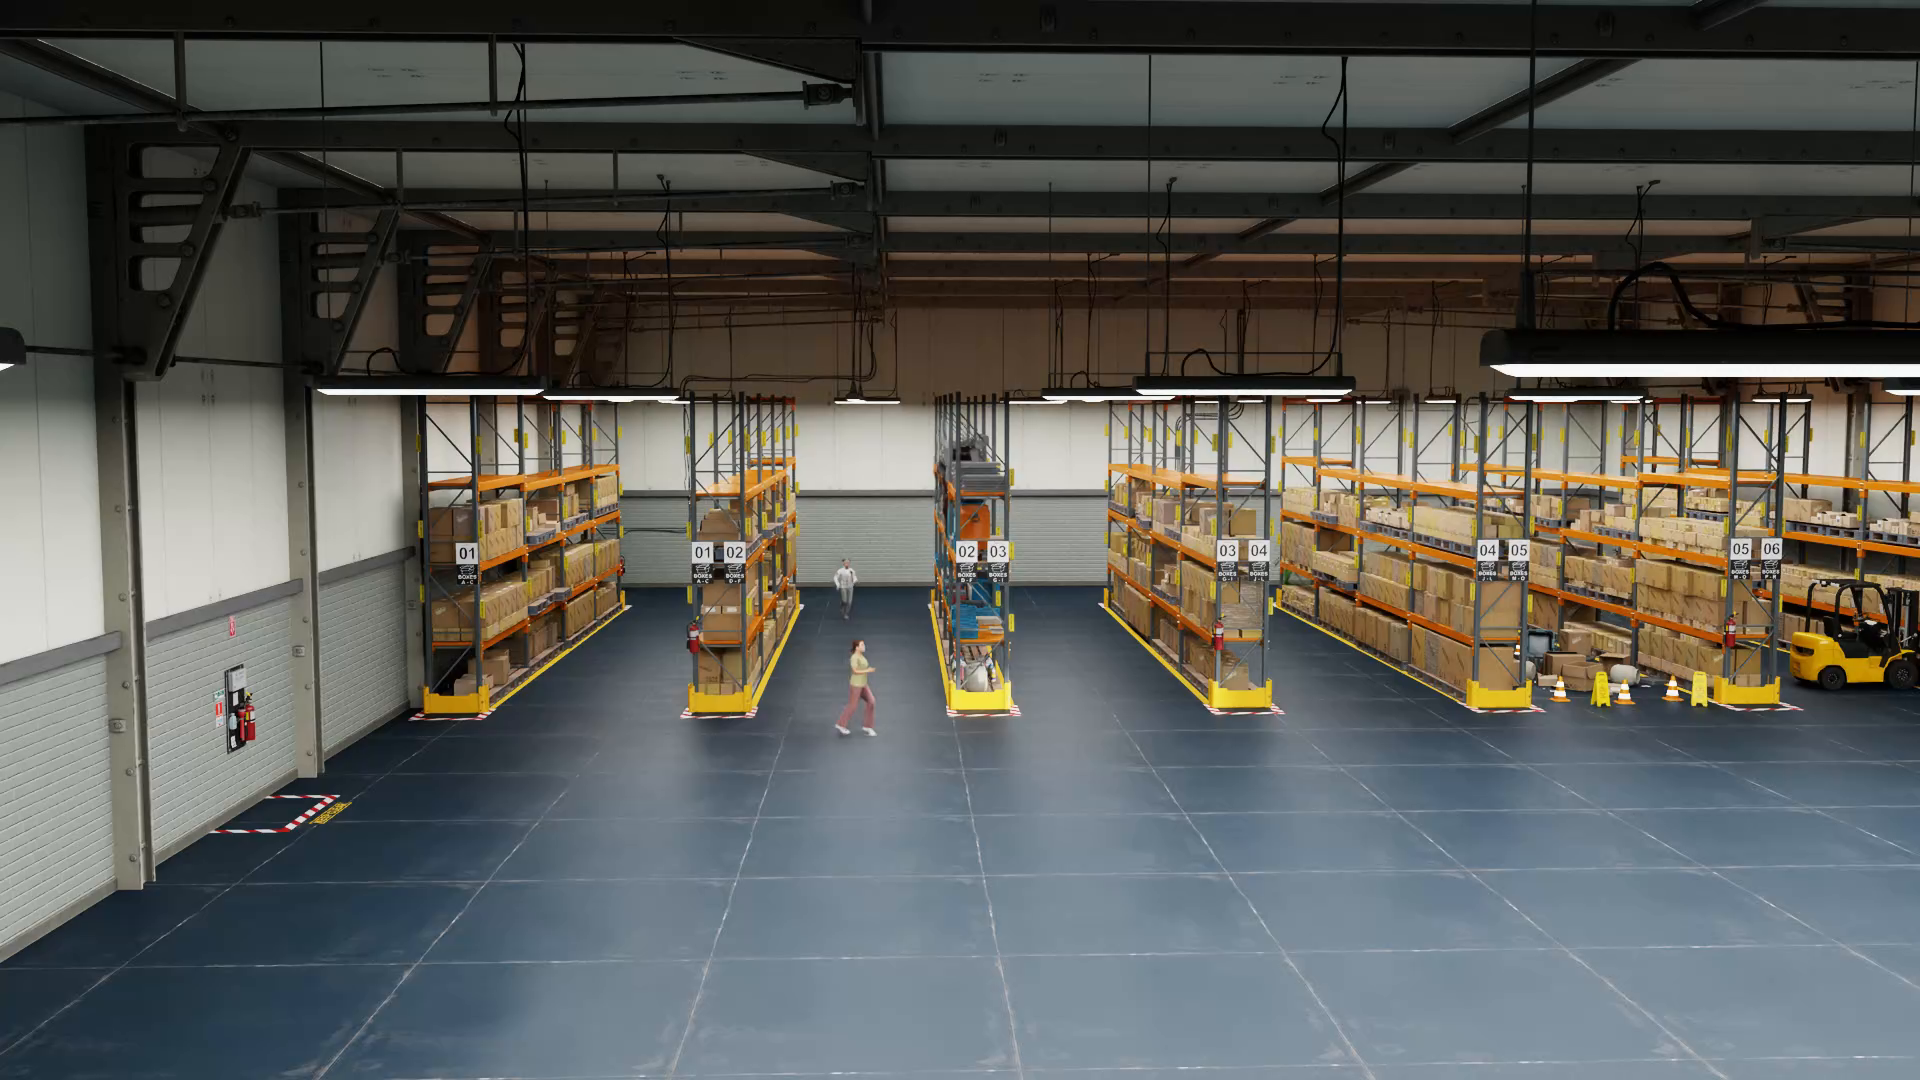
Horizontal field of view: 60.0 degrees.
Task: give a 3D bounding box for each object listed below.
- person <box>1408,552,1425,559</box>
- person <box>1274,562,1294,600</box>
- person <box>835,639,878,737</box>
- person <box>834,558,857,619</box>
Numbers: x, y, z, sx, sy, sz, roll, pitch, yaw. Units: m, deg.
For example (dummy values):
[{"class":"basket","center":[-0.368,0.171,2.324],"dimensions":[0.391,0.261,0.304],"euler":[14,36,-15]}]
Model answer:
[{"class":"person","center":[13.446,0.881,49.171],"dimensions":[0.908,1.770,0.668],"euler":[0,5,-5]},{"class":"person","center":[9.683,0.906,49.103],"dimensions":[0.889,1.766,0.655],"euler":[-3,5,-29]},{"class":"person","center":[-1.806,2.570,28.884],"dimensions":[0.757,1.732,0.591],"euler":[2,5,18]},{"class":"person","center":[-3.060,1.309,44.883],"dimensions":[0.612,1.651,0.542],"euler":[-1,5,-16]}]
